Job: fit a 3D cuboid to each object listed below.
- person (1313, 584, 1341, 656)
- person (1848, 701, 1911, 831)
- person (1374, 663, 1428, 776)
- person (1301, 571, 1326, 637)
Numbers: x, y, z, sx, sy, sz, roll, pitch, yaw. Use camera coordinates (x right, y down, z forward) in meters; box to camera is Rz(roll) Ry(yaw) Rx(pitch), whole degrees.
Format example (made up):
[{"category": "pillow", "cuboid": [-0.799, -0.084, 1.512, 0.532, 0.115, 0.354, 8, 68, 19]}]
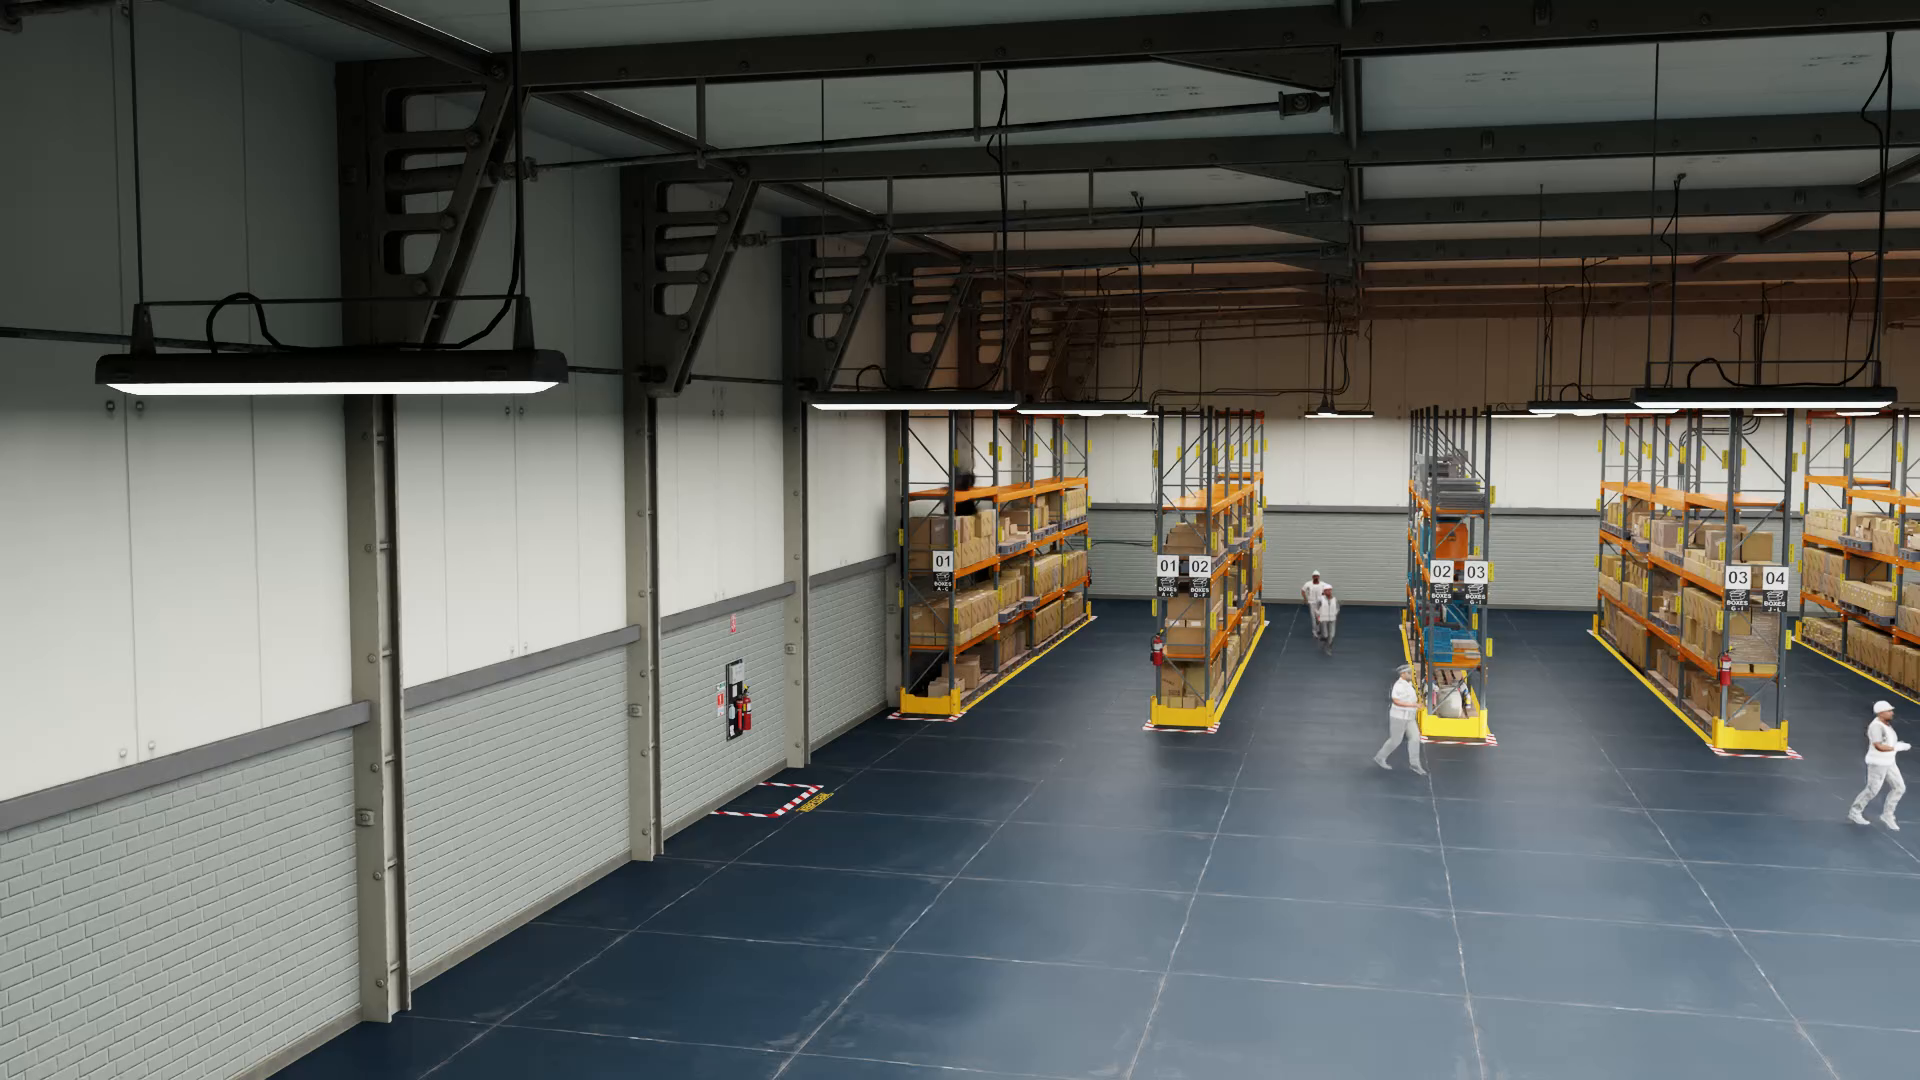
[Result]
[{"category": "person", "cuboid": [8.990, 1.949, 40.683, 0.659, 1.729, 0.586, 0, 4, -3]}, {"category": "person", "cuboid": [12.879, 3.164, 23.257, 0.709, 1.845, 0.764, -4, 6, -45]}, {"category": "person", "cuboid": [7.162, 2.903, 27.003, 0.864, 1.828, 0.650, 3, 5, 40]}, {"category": "person", "cuboid": [9.437, 1.690, 44.136, 0.715, 1.741, 0.842, 0, 4, 3]}]
